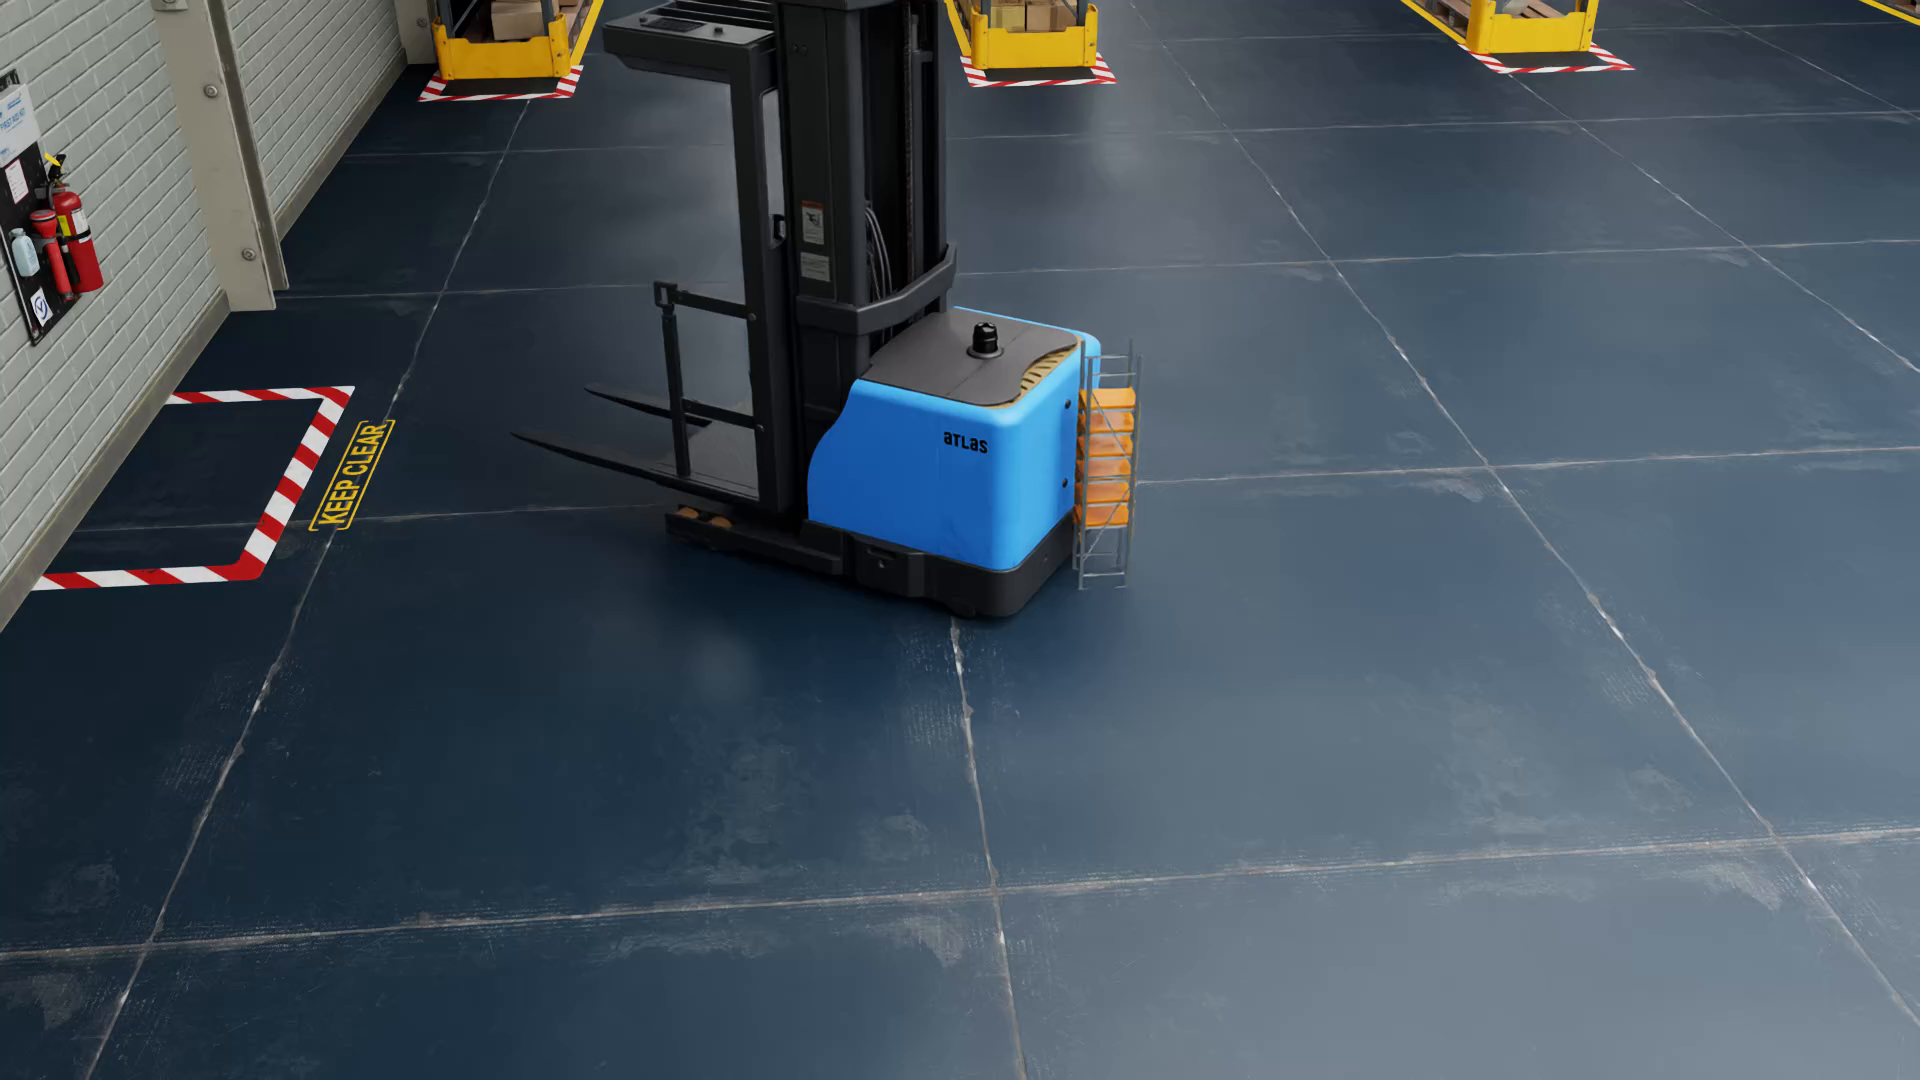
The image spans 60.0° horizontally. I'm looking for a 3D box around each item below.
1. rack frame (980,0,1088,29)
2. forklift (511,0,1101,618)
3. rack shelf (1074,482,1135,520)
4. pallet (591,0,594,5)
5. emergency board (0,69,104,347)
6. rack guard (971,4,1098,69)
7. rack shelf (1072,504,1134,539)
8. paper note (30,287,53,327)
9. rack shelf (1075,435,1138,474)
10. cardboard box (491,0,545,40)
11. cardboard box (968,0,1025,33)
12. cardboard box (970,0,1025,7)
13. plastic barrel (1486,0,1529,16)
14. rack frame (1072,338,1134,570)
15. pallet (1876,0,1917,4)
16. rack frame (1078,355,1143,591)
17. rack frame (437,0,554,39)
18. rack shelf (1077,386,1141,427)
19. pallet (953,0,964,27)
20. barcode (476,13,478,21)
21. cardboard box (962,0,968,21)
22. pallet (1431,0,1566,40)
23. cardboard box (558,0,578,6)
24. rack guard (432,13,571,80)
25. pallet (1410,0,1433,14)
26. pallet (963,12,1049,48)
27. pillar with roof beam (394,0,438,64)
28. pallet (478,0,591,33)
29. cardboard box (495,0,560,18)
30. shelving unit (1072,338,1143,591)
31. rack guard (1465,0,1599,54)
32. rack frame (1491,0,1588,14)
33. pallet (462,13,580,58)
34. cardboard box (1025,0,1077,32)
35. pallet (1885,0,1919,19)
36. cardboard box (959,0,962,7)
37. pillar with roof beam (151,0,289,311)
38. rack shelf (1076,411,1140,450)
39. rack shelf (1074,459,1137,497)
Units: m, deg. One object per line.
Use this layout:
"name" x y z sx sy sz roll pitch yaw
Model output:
"rack frame" 0.696 -5.855 15.127 1.000 3.000 0.127 -3 31 -5
"forklift" -0.876 -1.426 7.780 3.031 2.935 1.130 15 34 23
"rack shelf" 0.668 -0.189 7.718 0.258 0.103 0.180 -3 31 -5
"pallet" -4.511 -6.119 18.289 1.003 0.211 1.213 -3 31 -5
"emergency board" -4.408 -1.605 8.011 0.194 1.169 0.643 -3 31 -5
"rack guard" 0.699 -4.769 15.747 1.175 0.500 0.348 -3 31 -5
"rack shelf" 0.668 -0.086 7.779 0.258 0.103 0.180 -3 31 -5
"paper note" -4.461 -1.133 8.080 0.016 0.148 0.142 -3 31 -5
"rack shelf" 0.668 -0.395 7.595 0.258 0.103 0.180 -3 31 -5
"cardboard box" -4.210 -5.007 15.901 0.500 0.311 0.500 -6 31 -10
"cardboard box" 0.352 -5.114 16.159 0.500 0.250 0.500 -3 31 -5
"cardboard box" 0.350 -5.436 15.966 0.500 0.500 0.500 -3 31 -5
"plastic barrel" 5.491 -5.535 16.607 0.421 0.512 0.421 0 31 0
"rack frame" 0.658 -0.377 7.711 0.240 1.200 0.006 -3 31 -5
"pallet" 10.401 -6.207 18.436 1.003 0.211 1.213 -3 31 -5
"rack frame" 0.678 -0.284 7.555 0.240 1.200 0.006 -3 31 -5
"rack frame" -4.235 -5.615 14.726 1.000 3.000 0.127 -3 31 -5
"rack shelf" 0.668 -0.601 7.471 0.258 0.103 0.180 -3 31 -5
"pallet" 0.472 -5.667 17.532 1.003 0.211 1.213 -3 31 -5
"barcode" -4.610 -5.002 15.882 0.001 0.075 0.075 -3 31 -5
"cardboard box" 0.293 -5.369 16.585 0.500 0.250 0.500 -3 31 -5
"pallet" 5.504 -5.344 16.992 1.003 0.211 1.213 -3 31 -5
"cardboard box" -4.282 -5.757 16.971 0.700 0.500 0.500 -5 31 -8
"rack guard" -4.242 -4.581 15.432 1.175 0.500 0.348 -3 31 -5
"pallet" 5.393 -5.966 18.032 1.003 0.211 1.213 -3 31 -5
"pallet" 0.583 -5.046 16.492 1.003 0.211 1.213 -3 31 -5
"pillar with roof beam" -0.876 -8.713 14.062 9.100 9.000 0.400 -3 31 -5
"pallet" -4.394 -5.495 17.244 1.003 0.211 1.213 -3 31 -5
"cardboard box" -4.264 -5.299 16.389 0.500 0.311 0.500 0 31 0
"shelving unit" 0.668 -0.331 7.633 0.258 1.200 0.189 -3 31 -5
"rack guard" 5.574 -5.053 16.223 1.175 0.500 0.348 -3 31 -5
"rack frame" 5.628 -6.090 15.521 1.000 3.000 0.127 -3 31 -5
"pallet" -4.283 -4.874 16.203 1.003 0.211 1.213 -3 31 -5
"cardboard box" 0.868 -5.139 16.200 0.500 0.250 0.500 -3 31 -5
"pallet" 10.512 -5.585 17.395 1.003 0.211 1.213 -3 31 -5
"cardboard box" 0.245 -5.624 17.012 0.500 0.250 0.500 -3 31 -5
"pillar with roof beam" -0.315 -5.650 8.933 9.100 9.000 0.400 -3 31 -5
"rack shelf" 0.668 -0.498 7.533 0.258 0.103 0.180 -3 31 -5
"rack shelf" 0.668 -0.292 7.656 0.258 0.103 0.180 -3 31 -5
